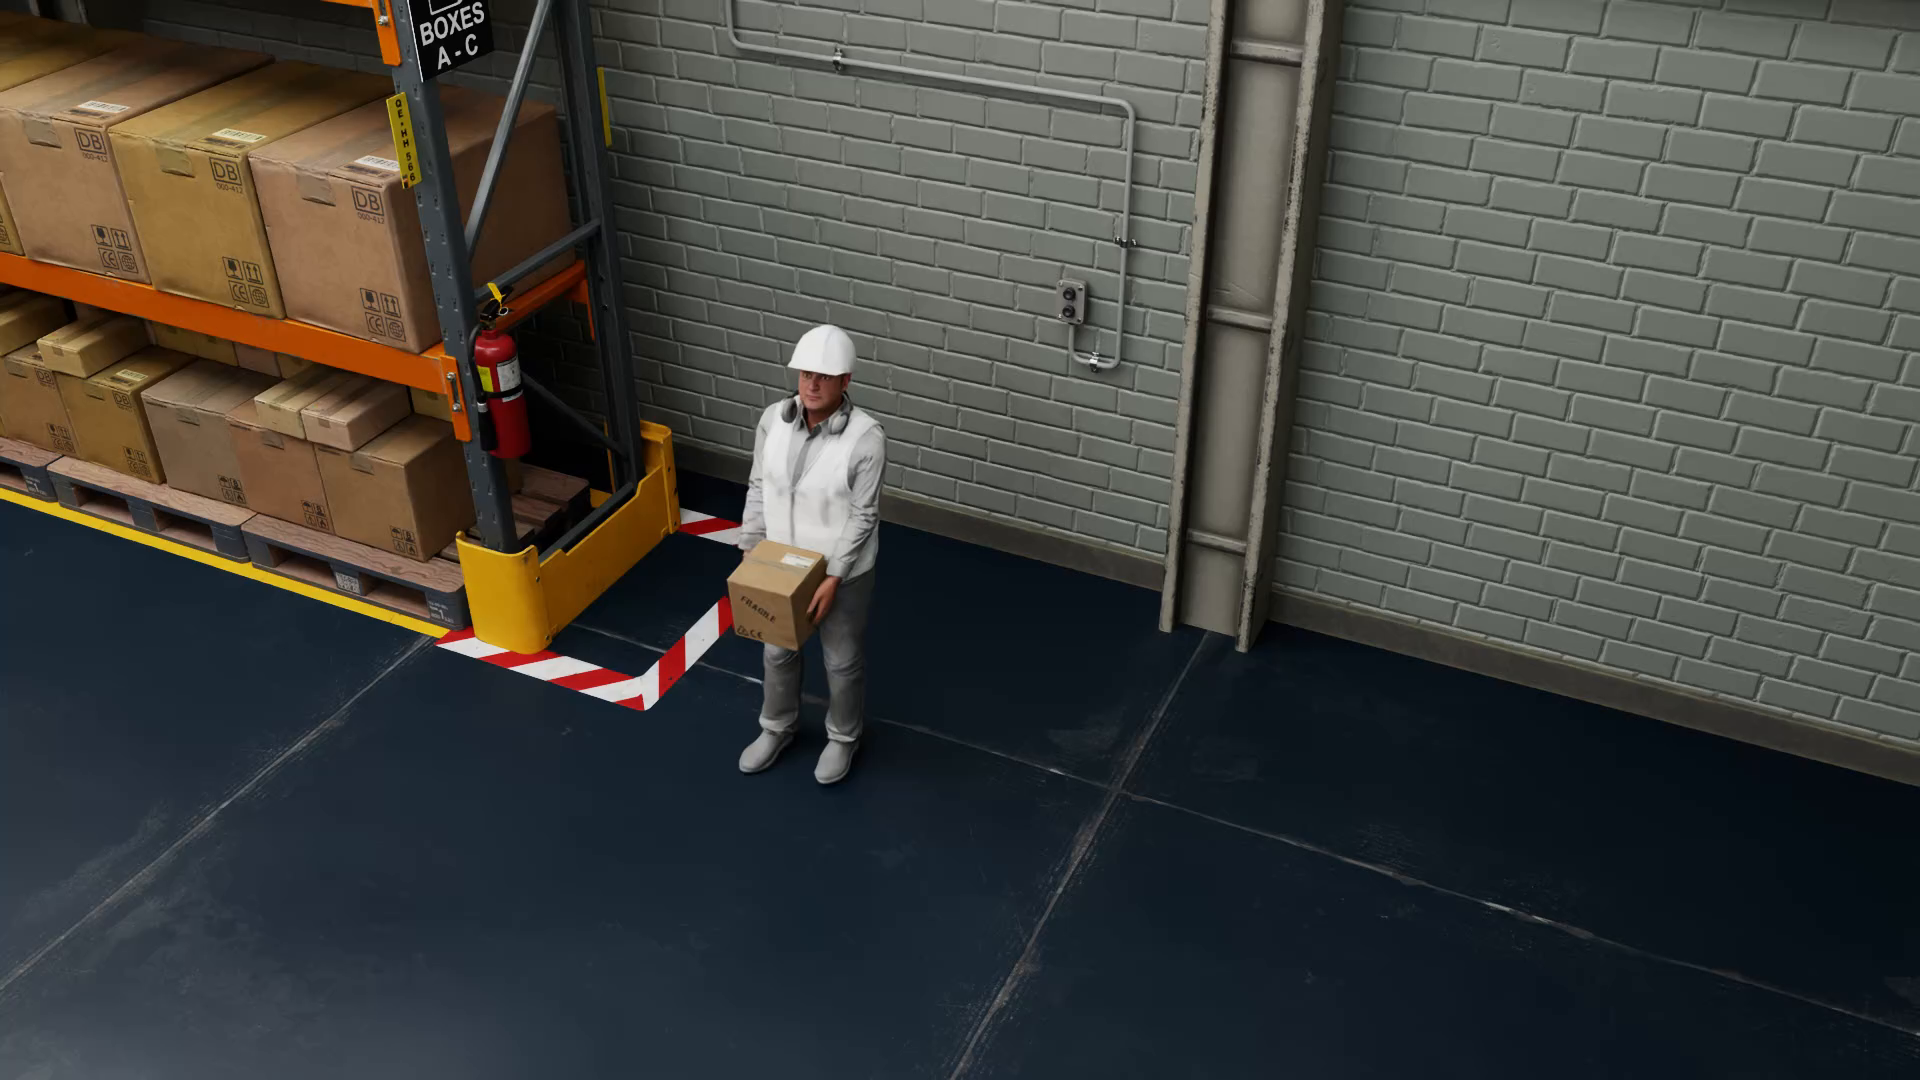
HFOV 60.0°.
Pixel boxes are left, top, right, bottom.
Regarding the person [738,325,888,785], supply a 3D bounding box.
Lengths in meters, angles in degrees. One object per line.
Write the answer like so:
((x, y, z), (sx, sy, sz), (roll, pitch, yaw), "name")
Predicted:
((-0.539, 0.095, 5.970), (0.539, 1.776, 0.520), (14, 36, 20), "person")
